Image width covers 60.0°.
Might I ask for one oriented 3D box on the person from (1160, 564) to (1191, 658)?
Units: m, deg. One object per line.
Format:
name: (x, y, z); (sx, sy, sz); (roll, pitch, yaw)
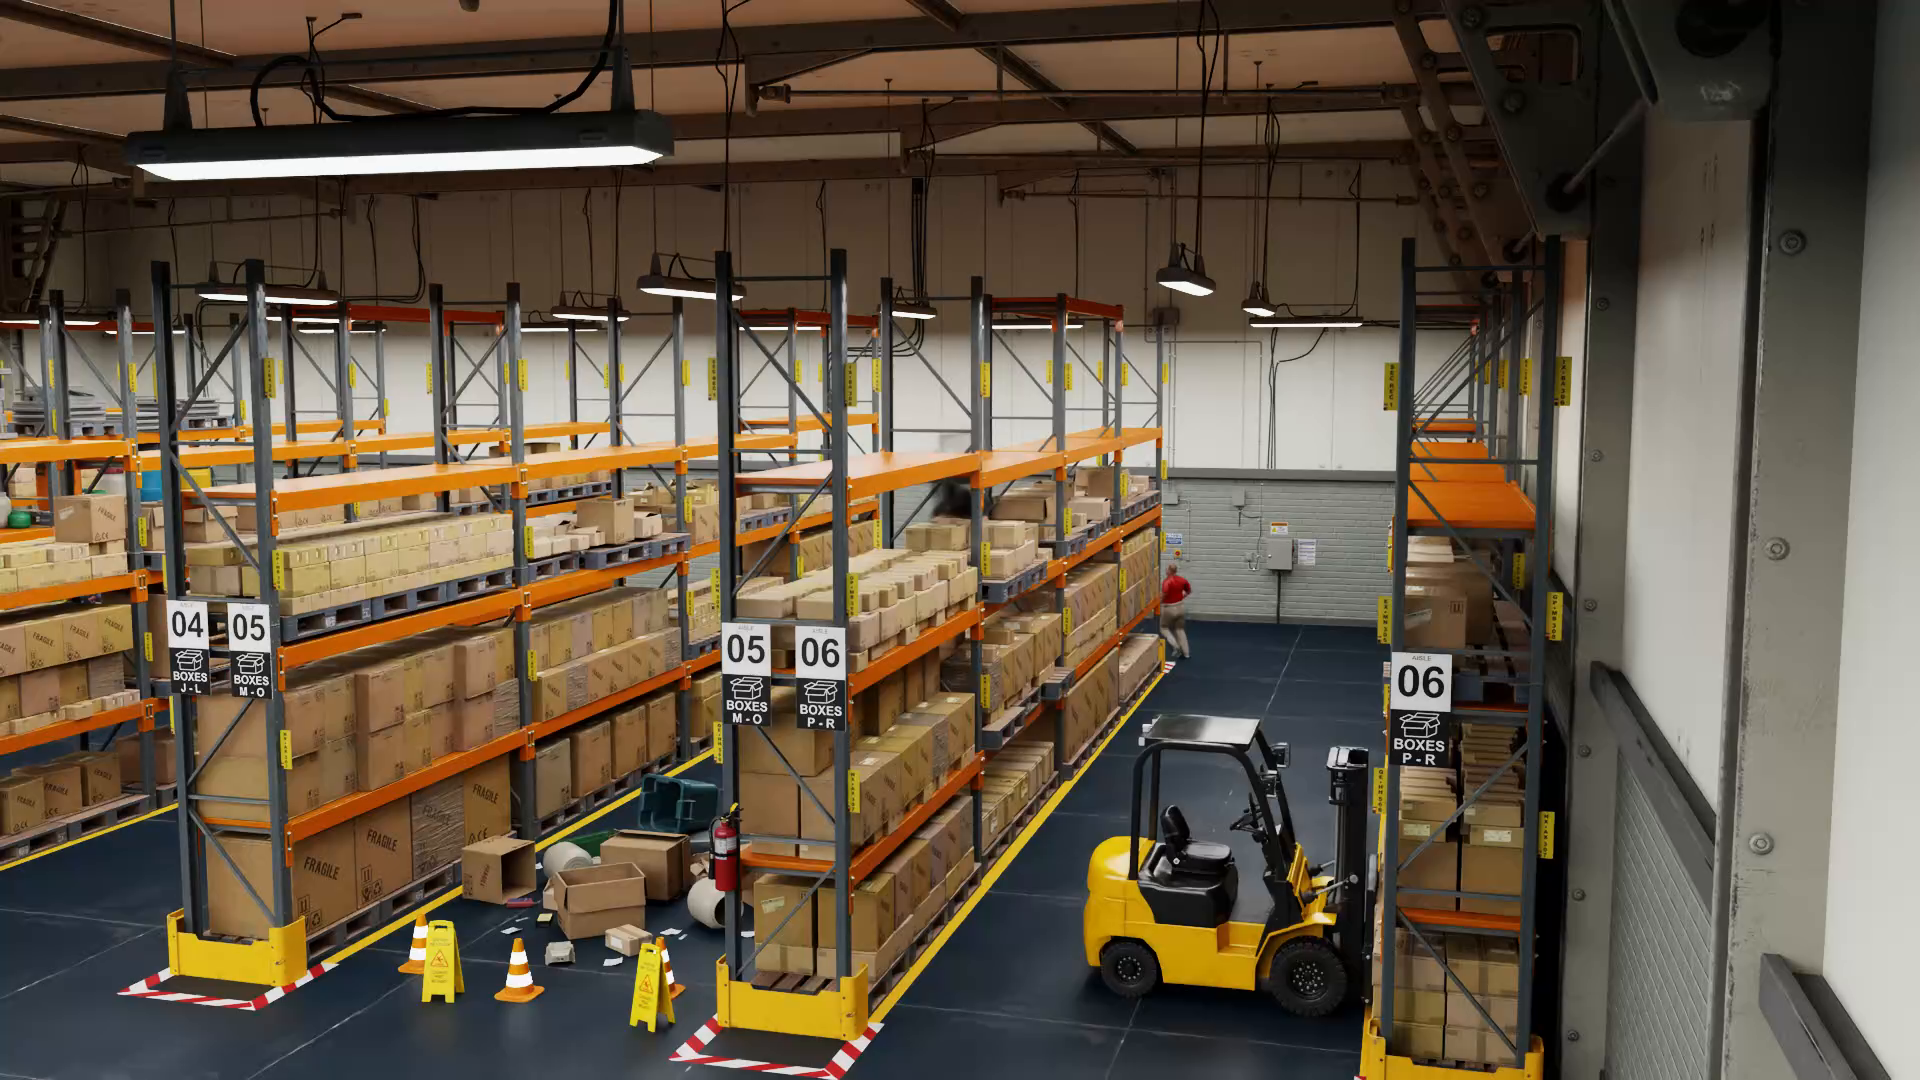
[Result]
person: (3.700, 1.246, 29.180); (0.737, 1.690, 0.569); (-3, 7, -28)
